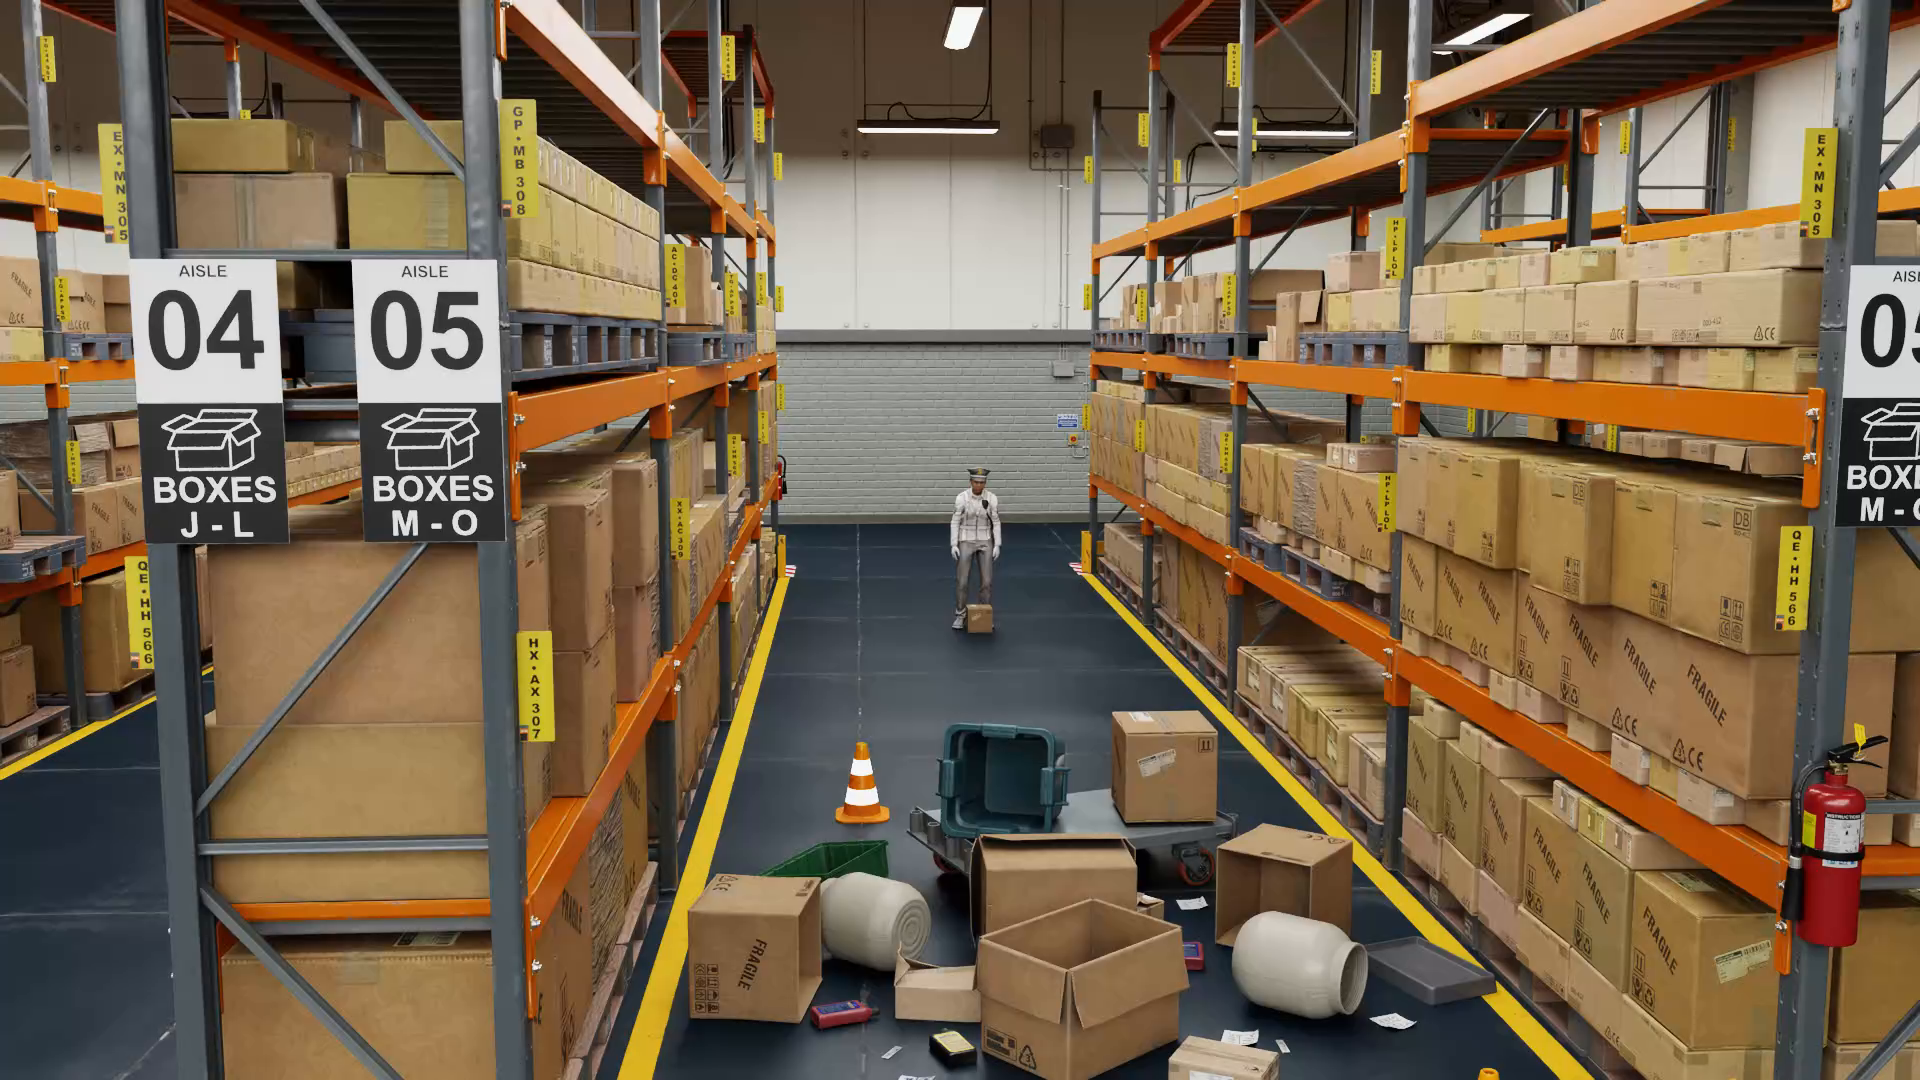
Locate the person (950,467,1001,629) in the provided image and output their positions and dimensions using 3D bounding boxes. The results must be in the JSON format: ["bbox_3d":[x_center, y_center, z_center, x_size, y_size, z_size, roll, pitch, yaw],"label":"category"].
[{"bbox_3d":[0.164,0.072,17.144,0.526,1.663,0.373,-1,7,-5],"label":"person"}]
